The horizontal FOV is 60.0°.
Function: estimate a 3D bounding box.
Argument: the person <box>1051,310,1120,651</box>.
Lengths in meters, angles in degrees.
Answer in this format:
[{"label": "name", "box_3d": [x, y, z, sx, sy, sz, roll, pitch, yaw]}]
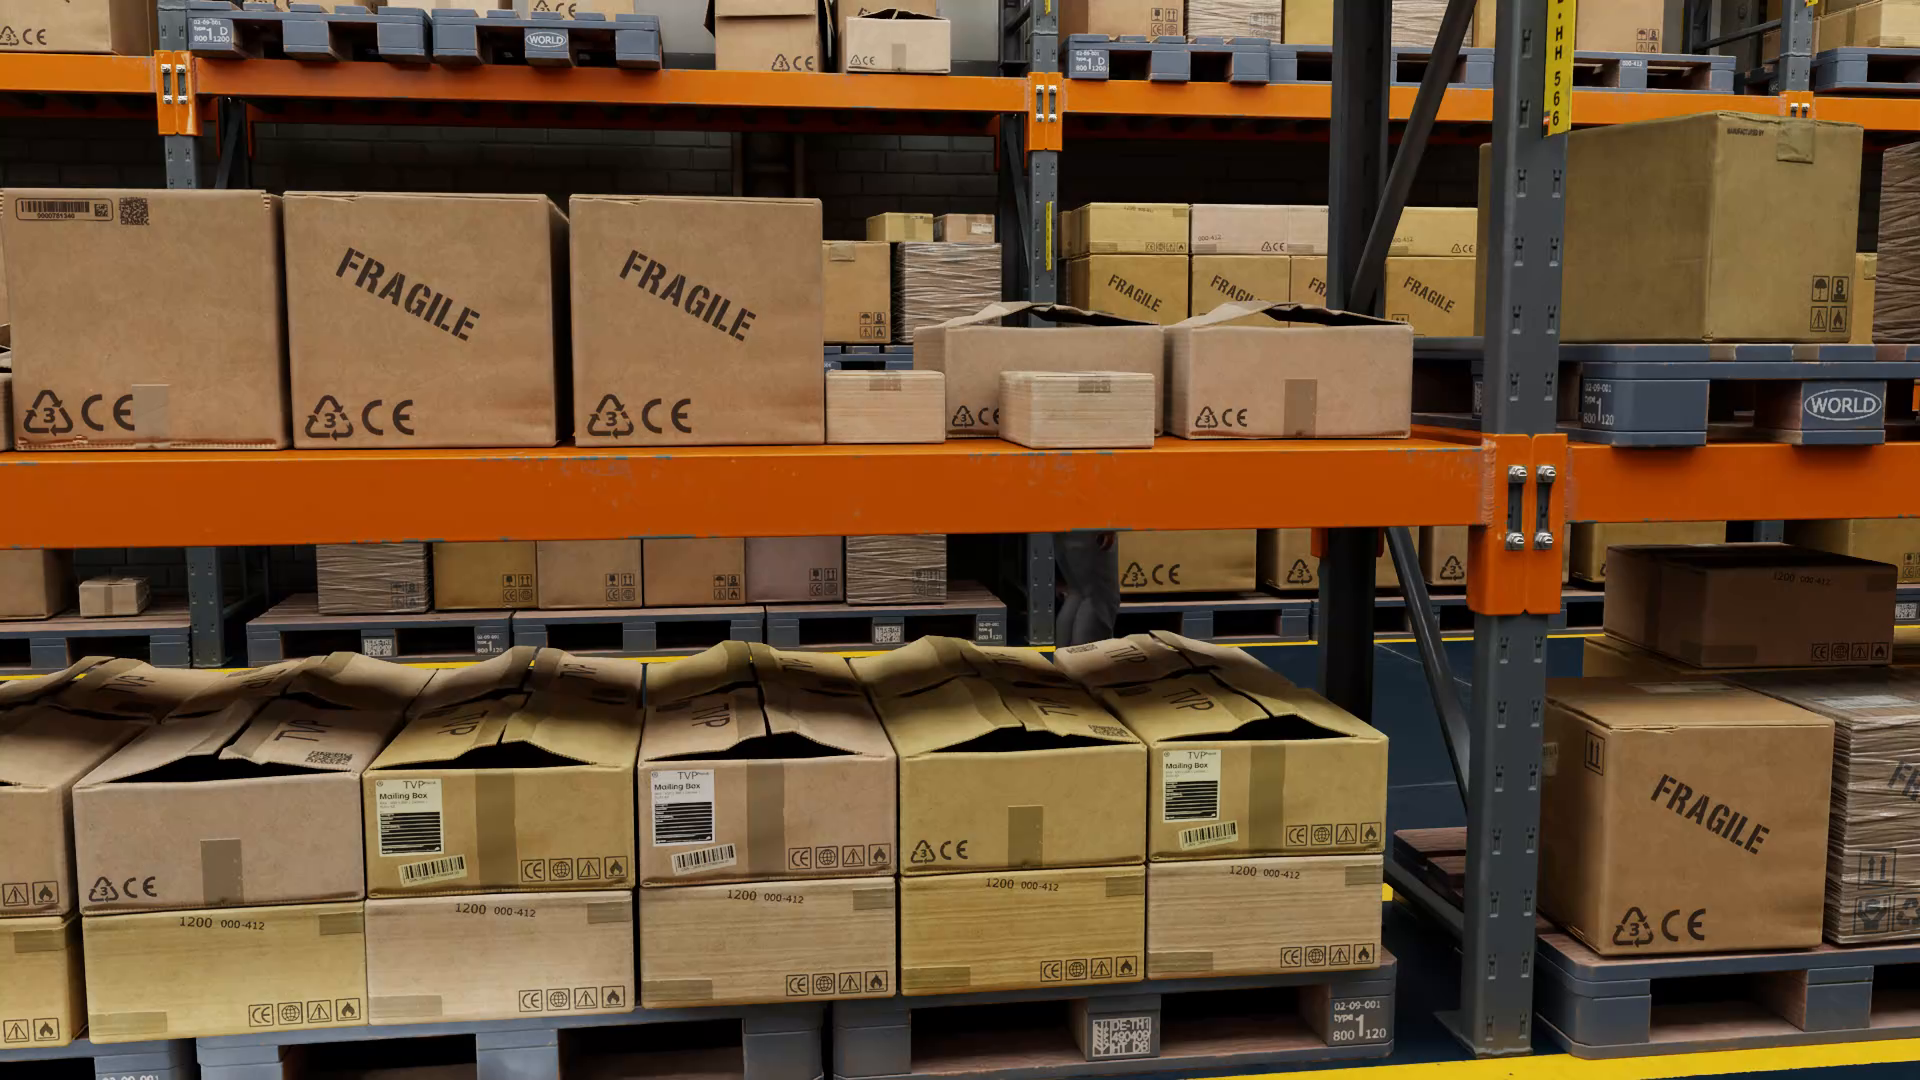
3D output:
[{"label": "person", "box_3d": [0.529, -0.115, 6.865, 0.349, 1.653, 0.519, -1, 7, -12]}]
